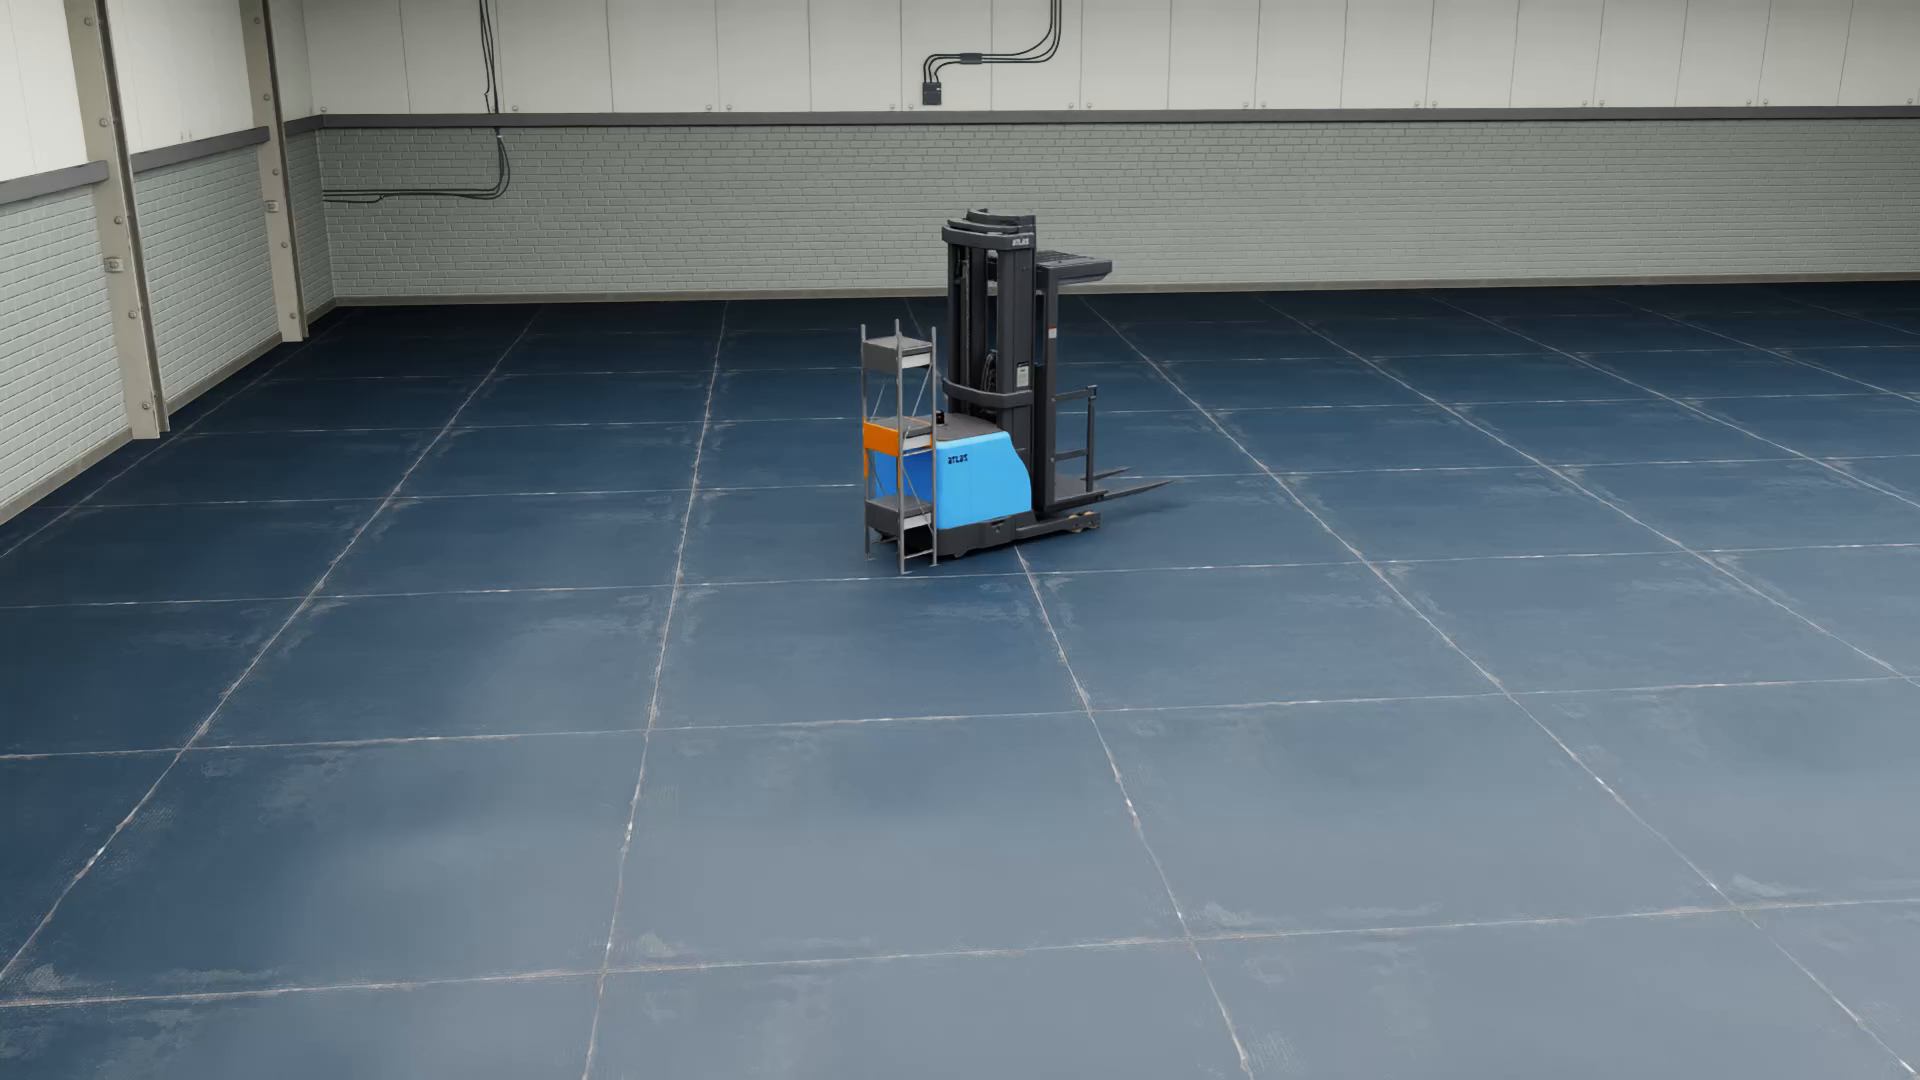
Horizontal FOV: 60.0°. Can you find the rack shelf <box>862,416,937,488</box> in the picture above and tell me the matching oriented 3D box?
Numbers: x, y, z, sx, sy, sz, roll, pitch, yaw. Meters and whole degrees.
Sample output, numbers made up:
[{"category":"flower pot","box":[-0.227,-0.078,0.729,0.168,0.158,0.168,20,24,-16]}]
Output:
[{"category":"rack shelf","box":[-0.519,-0.783,14.284,0.431,0.518,0.480,-15,23,-39]}]

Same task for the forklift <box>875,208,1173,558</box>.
[{"category":"forklift","box":[0.695,-1.576,15.378,3.031,2.935,1.130,-13,22,-35]}]

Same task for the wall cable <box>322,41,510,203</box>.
[{"category":"wall cable","box":[-8.912,-6.729,26.844,3.097,2.526,0.112,-2,18,-6]}]

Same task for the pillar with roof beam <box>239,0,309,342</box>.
[{"category":"pillar with roof beam","box":[-5.642,-7.425,23.877,9.100,9.000,0.400,-2,18,-6]}]

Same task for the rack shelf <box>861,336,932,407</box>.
[{"category":"rack shelf","box":[-0.519,-1.451,14.074,0.431,0.518,0.480,-15,23,-39]}]

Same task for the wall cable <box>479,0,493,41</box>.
[{"category":"wall cable","box":[-6.222,-9.222,26.354,3.097,2.526,0.112,-2,18,-6]}]

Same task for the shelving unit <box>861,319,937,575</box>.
[{"category":"shelving unit","box":[-0.519,-0.796,14.280,0.431,2.100,0.503,-15,23,-39]}]

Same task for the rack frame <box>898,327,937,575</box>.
[{"category":"rack frame","box":[-0.359,-0.741,14.105,0.400,2.100,0.015,-15,23,-39]}]

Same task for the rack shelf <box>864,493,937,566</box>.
[{"category":"rack shelf","box":[-0.519,-0.115,14.494,0.431,0.518,0.480,-15,23,-39]}]

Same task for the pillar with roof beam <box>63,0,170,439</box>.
[{"category":"pillar with roof beam","box":[-5.023,-5.637,18.183,9.100,9.000,0.400,-2,18,-6]}]

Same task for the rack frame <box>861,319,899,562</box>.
[{"category":"rack frame","box":[-0.679,-0.851,14.455,0.400,2.100,0.015,-15,23,-39]}]

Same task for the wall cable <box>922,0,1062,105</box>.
[{"category":"wall cable","box":[0.532,-10.122,26.789,2.305,6.003,0.169,-2,18,-6]}]
